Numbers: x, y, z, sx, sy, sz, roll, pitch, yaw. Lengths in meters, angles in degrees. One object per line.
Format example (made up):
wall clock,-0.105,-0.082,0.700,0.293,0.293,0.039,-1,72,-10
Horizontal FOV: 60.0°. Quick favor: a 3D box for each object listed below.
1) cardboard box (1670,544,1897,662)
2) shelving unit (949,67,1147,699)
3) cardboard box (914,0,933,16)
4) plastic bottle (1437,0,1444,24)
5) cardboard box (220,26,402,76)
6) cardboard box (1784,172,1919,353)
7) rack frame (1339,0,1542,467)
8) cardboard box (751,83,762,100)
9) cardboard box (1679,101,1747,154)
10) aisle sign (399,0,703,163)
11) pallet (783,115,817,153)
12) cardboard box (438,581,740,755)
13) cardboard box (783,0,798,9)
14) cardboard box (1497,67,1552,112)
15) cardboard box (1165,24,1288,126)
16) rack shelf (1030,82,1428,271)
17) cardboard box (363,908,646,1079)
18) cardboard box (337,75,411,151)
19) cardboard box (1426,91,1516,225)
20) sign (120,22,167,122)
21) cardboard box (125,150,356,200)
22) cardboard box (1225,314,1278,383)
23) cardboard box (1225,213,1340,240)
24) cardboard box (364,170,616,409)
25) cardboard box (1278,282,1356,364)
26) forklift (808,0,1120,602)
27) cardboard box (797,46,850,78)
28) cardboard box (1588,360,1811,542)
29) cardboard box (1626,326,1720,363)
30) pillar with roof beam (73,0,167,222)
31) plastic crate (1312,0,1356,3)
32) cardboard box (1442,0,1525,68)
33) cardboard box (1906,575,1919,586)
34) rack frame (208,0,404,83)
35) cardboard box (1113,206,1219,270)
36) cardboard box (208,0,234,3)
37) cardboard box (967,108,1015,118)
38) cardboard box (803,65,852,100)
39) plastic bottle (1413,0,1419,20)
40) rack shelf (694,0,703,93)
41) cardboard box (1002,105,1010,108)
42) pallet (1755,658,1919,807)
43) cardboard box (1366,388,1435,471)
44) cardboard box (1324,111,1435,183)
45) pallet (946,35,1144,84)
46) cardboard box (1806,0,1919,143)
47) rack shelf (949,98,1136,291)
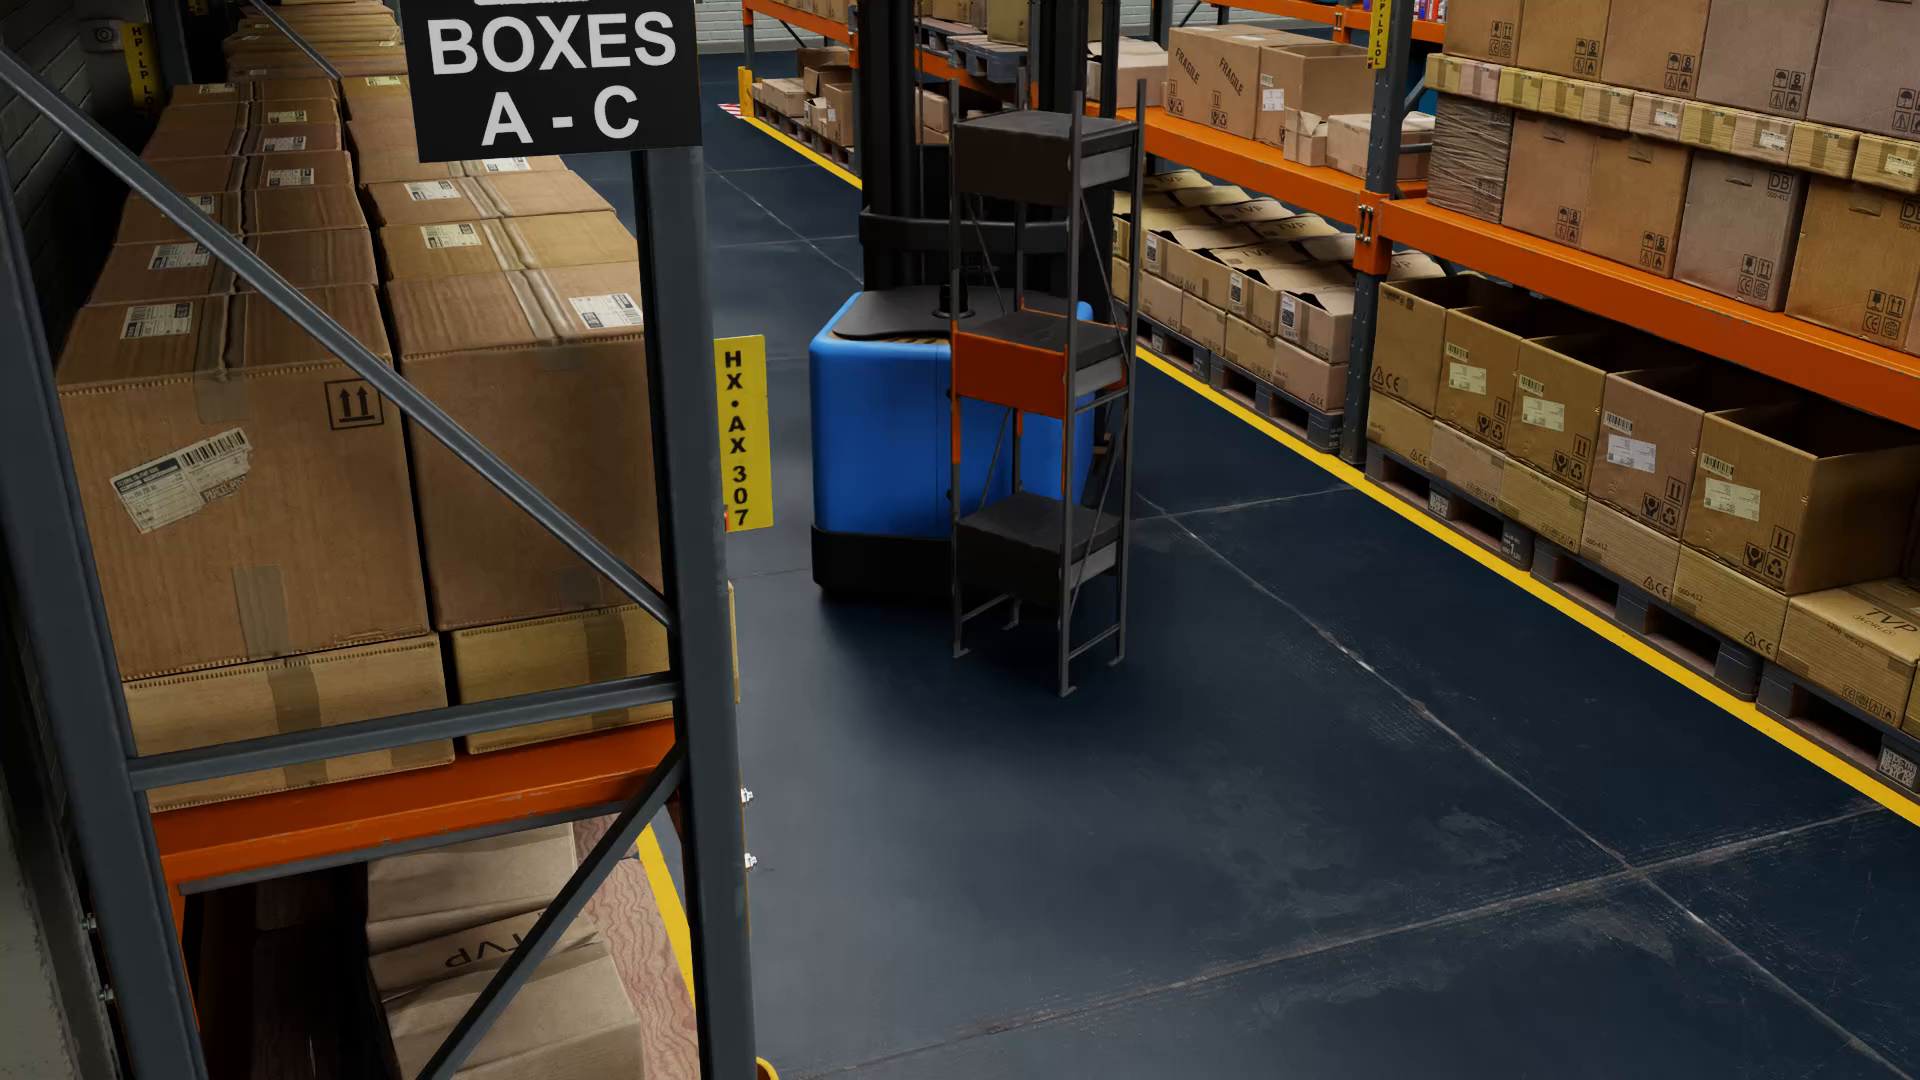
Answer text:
cardboard box,2.938,0.183,5.953,0.500,0.250,0.500,-8,24,-19
shelving unit,0.287,-0.525,5.790,0.503,2.100,0.431,17,28,35
cardboard box,-0.209,-4.530,13.467,0.700,0.500,0.500,-5,23,-11
plastic bottle,4.315,-4.719,14.839,0.097,0.201,0.097,0,23,0
cardboard box,-2.877,-2.024,7.496,0.700,0.500,0.500,-5,23,-12
cardboard box,3.257,-0.963,5.545,0.700,0.500,0.500,-8,24,-19
rack frame,2.356,-1.828,7.725,1.000,3.000,0.127,-8,24,-19
cardboard box,-2.056,-4.878,18.065,0.380,0.149,0.250,-8,24,-19
cardboard box,2.821,-1.486,5.951,0.380,0.149,0.250,-9,24,-19
aisle sign,-0.557,-0.906,2.192,0.394,0.787,0.004,-8,24,-19
pallet,-1.146,-4.143,16.809,1.003,0.211,1.213,-8,24,-19
cardboard box,-0.739,0.145,3.210,0.500,0.250,0.500,-9,25,-21
cardboard box,-1.436,-5.485,16.274,0.500,0.500,0.500,-8,24,-18
cardboard box,2.452,-1.864,6.846,0.380,0.149,0.250,-9,24,-20
cardboard box,1.551,-2.720,9.713,0.500,0.500,0.500,-10,25,-22
rack shelf,1.650,-2.223,9.589,1.077,0.370,4.000,-8,24,-19
cardboard box,-1.024,1.079,3.723,0.500,0.311,0.500,-11,25,-25
cardboard box,-1.820,-1.303,5.682,0.500,0.500,0.500,-8,24,-19
cardboard box,2.519,-1.714,7.325,0.700,0.500,0.500,-9,24,-20
sign,-2.794,-1.603,5.700,0.100,0.325,0.005,-8,24,-19
cardboard box,-1.762,-0.676,4.193,0.500,0.500,0.500,-8,24,-18
cardboard box,1.762,-1.049,8.877,0.500,0.250,0.500,-9,24,-20
cardboard box,1.899,-1.756,9.831,0.500,0.311,0.500,-8,24,-18
cardboard box,-1.093,-0.563,3.927,0.500,0.500,0.500,-9,25,-21
cardboard box,1.945,-1.121,8.324,0.500,0.311,0.500,-8,24,-19
forklift,0.158,-1.645,7.380,1.130,2.935,3.031,4,23,9
cardboard box,-1.460,-5.075,18.081,0.500,0.500,0.500,-8,24,-19
cardboard box,2.759,-0.344,6.238,0.500,0.500,0.500,-8,24,-19
cardboard box,3.071,-0.597,6.838,0.500,0.500,0.500,-8,24,-19
pillar with roof beam,-0.012,-5.364,8.391,9.100,9.000,0.400,-8,24,-19
plastic crate,3.682,-5.556,16.514,0.392,0.384,0.575,-8,24,-19
cardboard box,2.519,-2.311,7.073,0.700,0.500,0.500,-8,24,-19
cardboard box,3.608,0.292,5.694,0.500,0.250,0.500,-8,24,-19
rack frame,-3.690,-2.600,9.557,1.000,3.000,0.127,-8,24,-19
cardboard box,1.225,-1.860,10.079,0.500,0.311,0.500,-9,24,-20
cardboard box,-4.092,-3.267,9.637,0.500,0.250,0.500,-8,24,-18
cardboard box,0.370,-3.005,12.205,0.500,0.250,0.500,-7,24,-17
cardboard box,-1.138,-4.469,16.639,0.797,0.503,0.637,-8,24,-19
plastic bottle,4.186,-4.851,15.154,0.097,0.201,0.097,0,23,0
rack shelf,-1.570,-1.471,3.942,1.077,0.370,4.000,-8,24,-19
cardboard box,0.140,-3.465,14.261,0.500,0.500,0.500,-8,24,-19
pallet,3.460,0.638,5.464,1.003,0.211,1.213,-8,24,-19
cardboard box,2.237,-0.544,7.679,0.500,0.250,0.500,-8,24,-19
cardboard box,2.142,-1.932,8.164,0.500,0.250,0.500,-7,24,-16
pallet,0.638,-3.430,11.772,1.213,0.211,1.003,-8,24,-19
cardboard box,3.228,-1.582,5.343,0.700,0.500,0.500,-8,24,-19
rack shelf,0.285,-1.159,5.525,0.480,0.518,0.431,17,28,35
